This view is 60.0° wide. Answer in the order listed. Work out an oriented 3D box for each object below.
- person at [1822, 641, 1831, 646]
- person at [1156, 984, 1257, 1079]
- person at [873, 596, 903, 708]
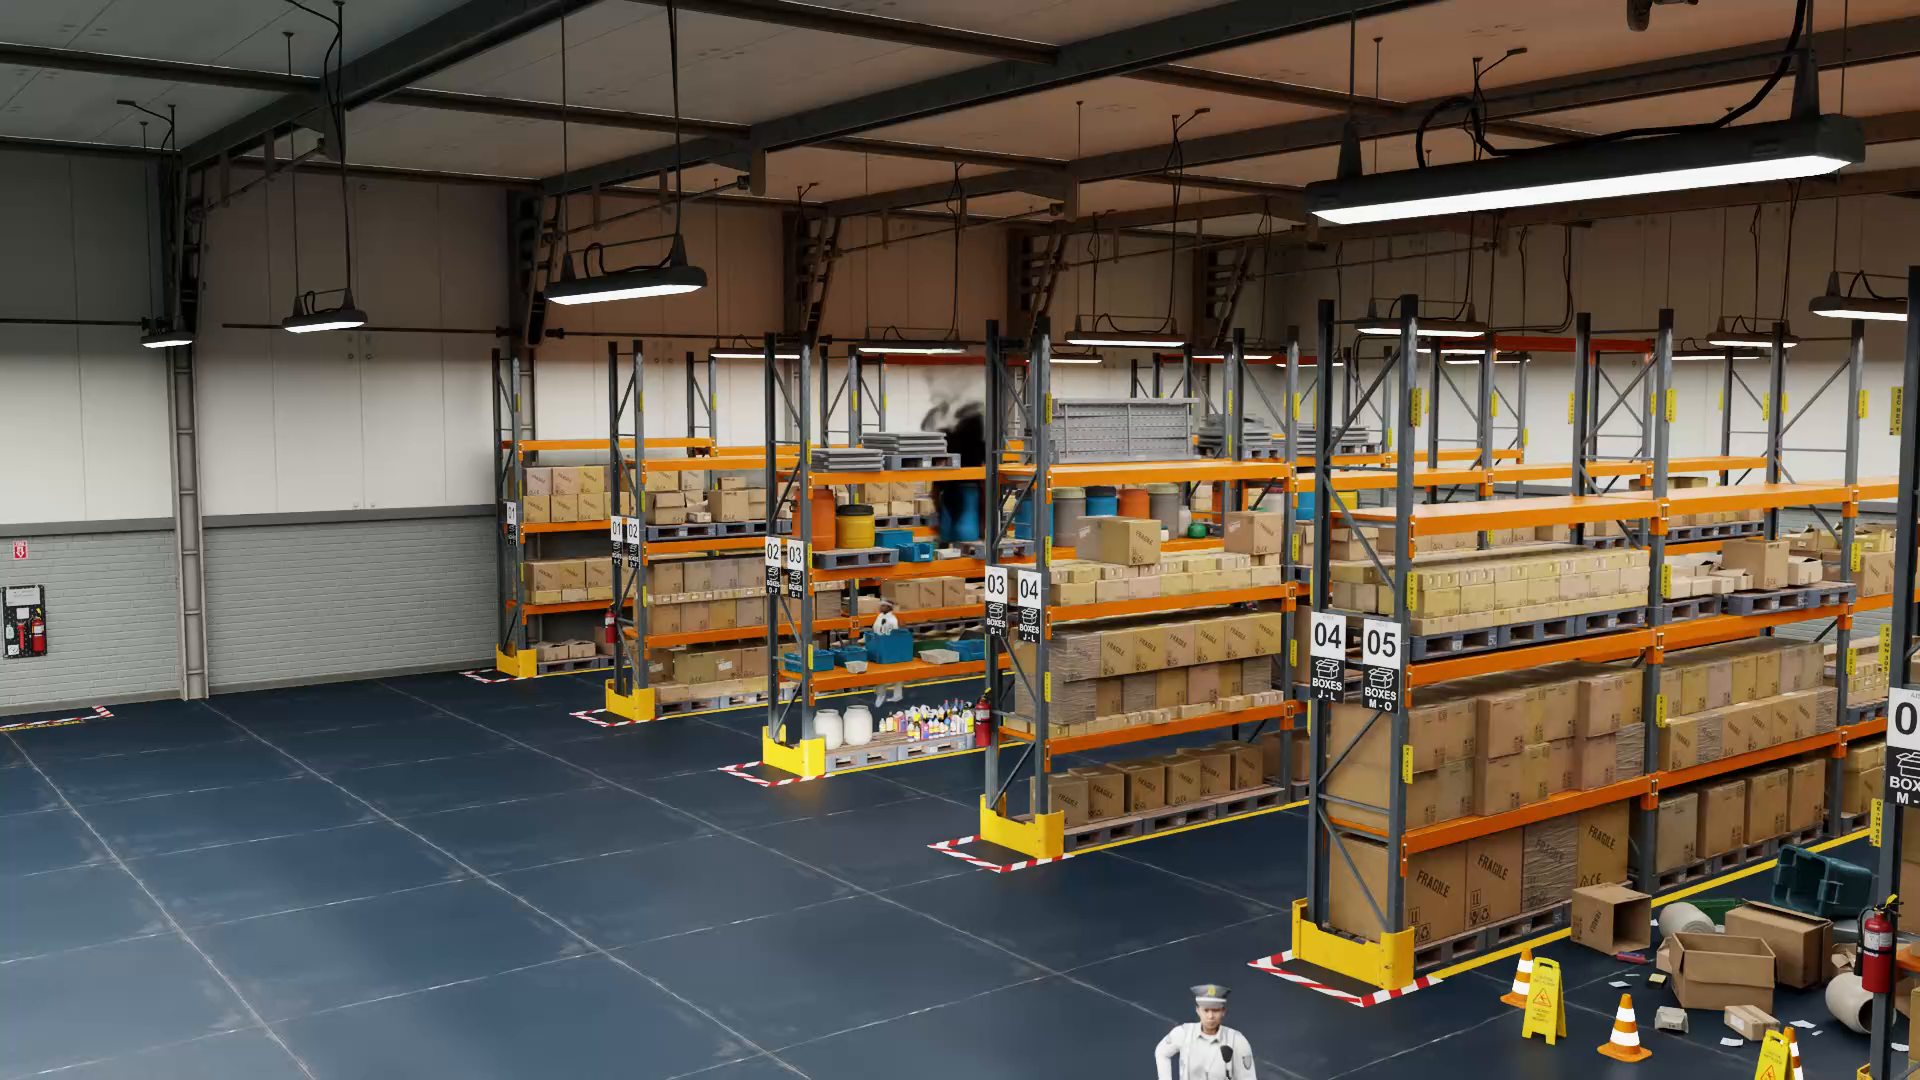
[{"bbox_3d":[12.326,2.275,23.617,0.887,1.702,0.583,-3,6,-34],"label":"person"},{"bbox_3d":[1.458,3.464,9.838,0.580,1.751,0.734,0,5,4],"label":"person"},{"bbox_3d":[-1.200,1.759,26.100,0.545,1.765,0.683,5,7,45],"label":"person"}]
